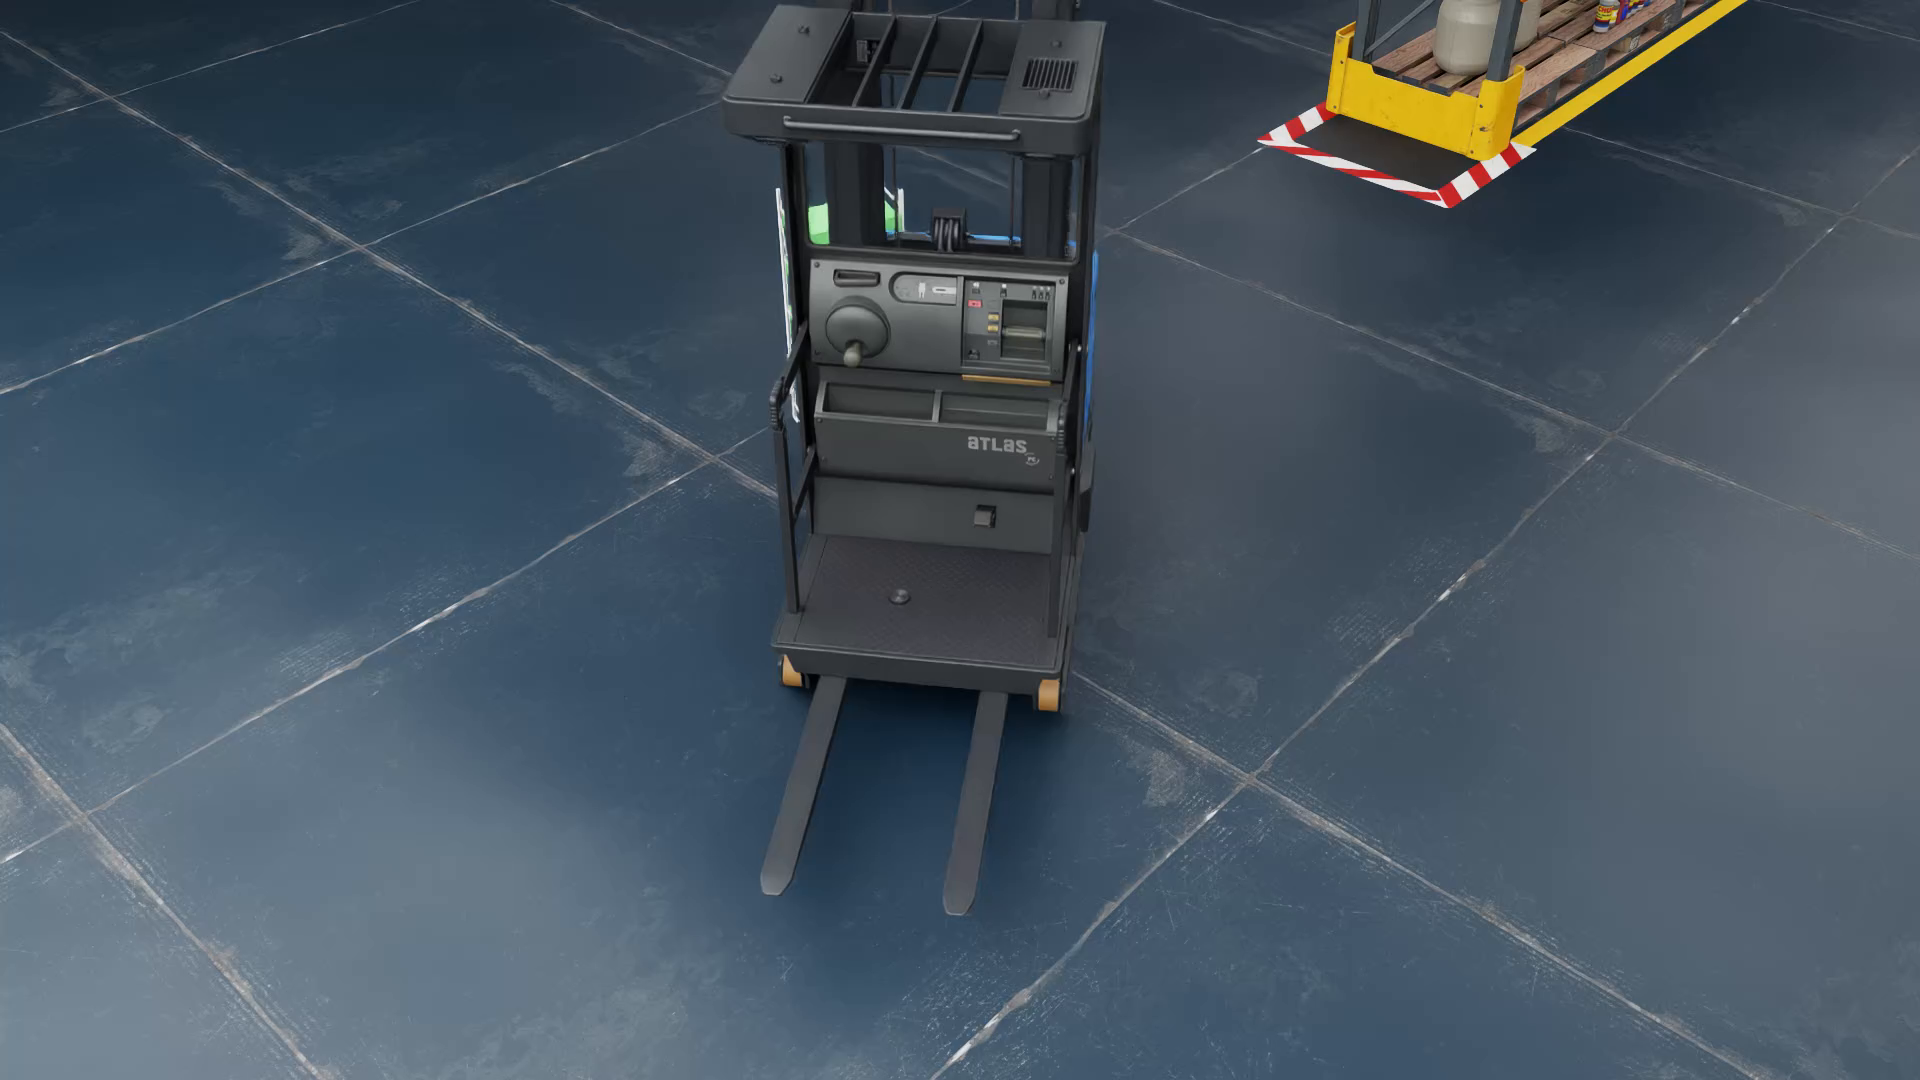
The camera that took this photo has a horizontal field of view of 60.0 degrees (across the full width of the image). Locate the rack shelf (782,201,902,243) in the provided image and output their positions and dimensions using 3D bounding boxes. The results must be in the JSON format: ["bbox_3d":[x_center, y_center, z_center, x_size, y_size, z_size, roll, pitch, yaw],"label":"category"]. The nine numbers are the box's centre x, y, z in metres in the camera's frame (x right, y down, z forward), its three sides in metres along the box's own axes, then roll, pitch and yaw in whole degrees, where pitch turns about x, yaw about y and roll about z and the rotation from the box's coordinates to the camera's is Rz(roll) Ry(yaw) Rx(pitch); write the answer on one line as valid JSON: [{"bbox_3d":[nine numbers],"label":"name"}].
[{"bbox_3d":[-0.524,-1.384,7.358,0.480,0.148,0.258,-16,41,-19],"label":"rack shelf"}]

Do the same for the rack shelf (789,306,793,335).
[{"bbox_3d":[-0.524,-1.008,7.656,0.480,0.148,0.258,-16,41,-19],"label":"rack shelf"}]

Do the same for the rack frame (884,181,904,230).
[{"bbox_3d":[-0.303,-1.122,7.697,0.015,1.200,0.240,-16,41,-19],"label":"rack frame"}]

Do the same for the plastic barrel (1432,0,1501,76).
[{"bbox_3d":[3.258,-3.270,10.613,0.421,0.512,0.421,0,38,0],"label":"plastic barrel"}]

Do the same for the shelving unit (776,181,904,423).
[{"bbox_3d":[-0.524,-1.058,7.617,0.503,1.200,0.258,-16,41,-19],"label":"shelving unit"}]

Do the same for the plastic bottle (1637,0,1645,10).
[{"bbox_3d":[4.689,-3.772,11.479,0.097,0.201,0.097,0,38,0],"label":"plastic bottle"}]

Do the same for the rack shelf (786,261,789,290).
[{"bbox_3d":[-0.524,-1.196,7.507,0.480,0.148,0.258,-16,41,-19],"label":"rack shelf"}]

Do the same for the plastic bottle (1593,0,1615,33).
[{"bbox_3d":[4.323,-3.551,11.144,0.097,0.271,0.097,0,38,0],"label":"plastic bottle"}]

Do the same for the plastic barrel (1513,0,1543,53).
[{"bbox_3d":[3.596,-3.500,10.903,0.421,0.512,0.421,0,38,0],"label":"plastic barrel"}]

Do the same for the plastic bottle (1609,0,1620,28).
[{"bbox_3d":[4.393,-3.571,11.226,0.097,0.201,0.097,0,38,0],"label":"plastic bottle"}]

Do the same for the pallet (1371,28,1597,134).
[{"bbox_3d":[3.439,-3.079,10.952,1.003,0.211,1.213,30,47,32],"label":"pallet"}]

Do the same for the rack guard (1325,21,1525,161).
[{"bbox_3d":[2.887,-2.821,10.396,1.175,0.500,0.348,30,47,32],"label":"rack guard"}]

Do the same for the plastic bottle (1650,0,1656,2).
[{"bbox_3d":[4.827,-3.867,11.598,0.097,0.201,0.097,0,38,0],"label":"plastic bottle"}]

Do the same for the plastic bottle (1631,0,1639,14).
[{"bbox_3d":[4.622,-3.754,11.400,0.097,0.271,0.097,0,38,0],"label":"plastic bottle"}]

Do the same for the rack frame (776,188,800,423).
[{"bbox_3d":[-0.746,-0.994,7.536,0.015,1.200,0.240,-16,41,-19],"label":"rack frame"}]

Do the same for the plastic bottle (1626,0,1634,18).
[{"bbox_3d":[4.554,-3.708,11.342,0.097,0.271,0.097,0,38,0],"label":"plastic bottle"}]

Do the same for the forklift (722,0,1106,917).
[{"bbox_3d":[-0.107,-0.722,5.803,1.130,2.935,3.031,5,39,6],"label":"forklift"}]

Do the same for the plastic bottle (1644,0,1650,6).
[{"bbox_3d":[4.759,-3.847,11.517,0.097,0.271,0.097,0,38,0],"label":"plastic bottle"}]

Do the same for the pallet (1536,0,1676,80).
[{"bbox_3d":[4.262,-3.637,11.654,1.003,0.211,1.213,30,47,32],"label":"pallet"}]

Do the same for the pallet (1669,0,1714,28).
[{"bbox_3d":[5.085,-4.200,12.362,1.003,0.211,1.213,30,47,32],"label":"pallet"}]

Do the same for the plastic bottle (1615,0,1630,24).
[{"bbox_3d":[4.489,-3.652,11.262,0.061,0.283,0.133,30,48,33],"label":"plastic bottle"}]

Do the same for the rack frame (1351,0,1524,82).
[{"bbox_3d":[2.870,-3.744,9.549,1.000,3.000,0.127,30,47,32],"label":"rack frame"}]

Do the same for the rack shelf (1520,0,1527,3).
[{"bbox_3d":[4.219,-4.382,10.928,1.077,0.370,4.000,30,47,32],"label":"rack shelf"}]
